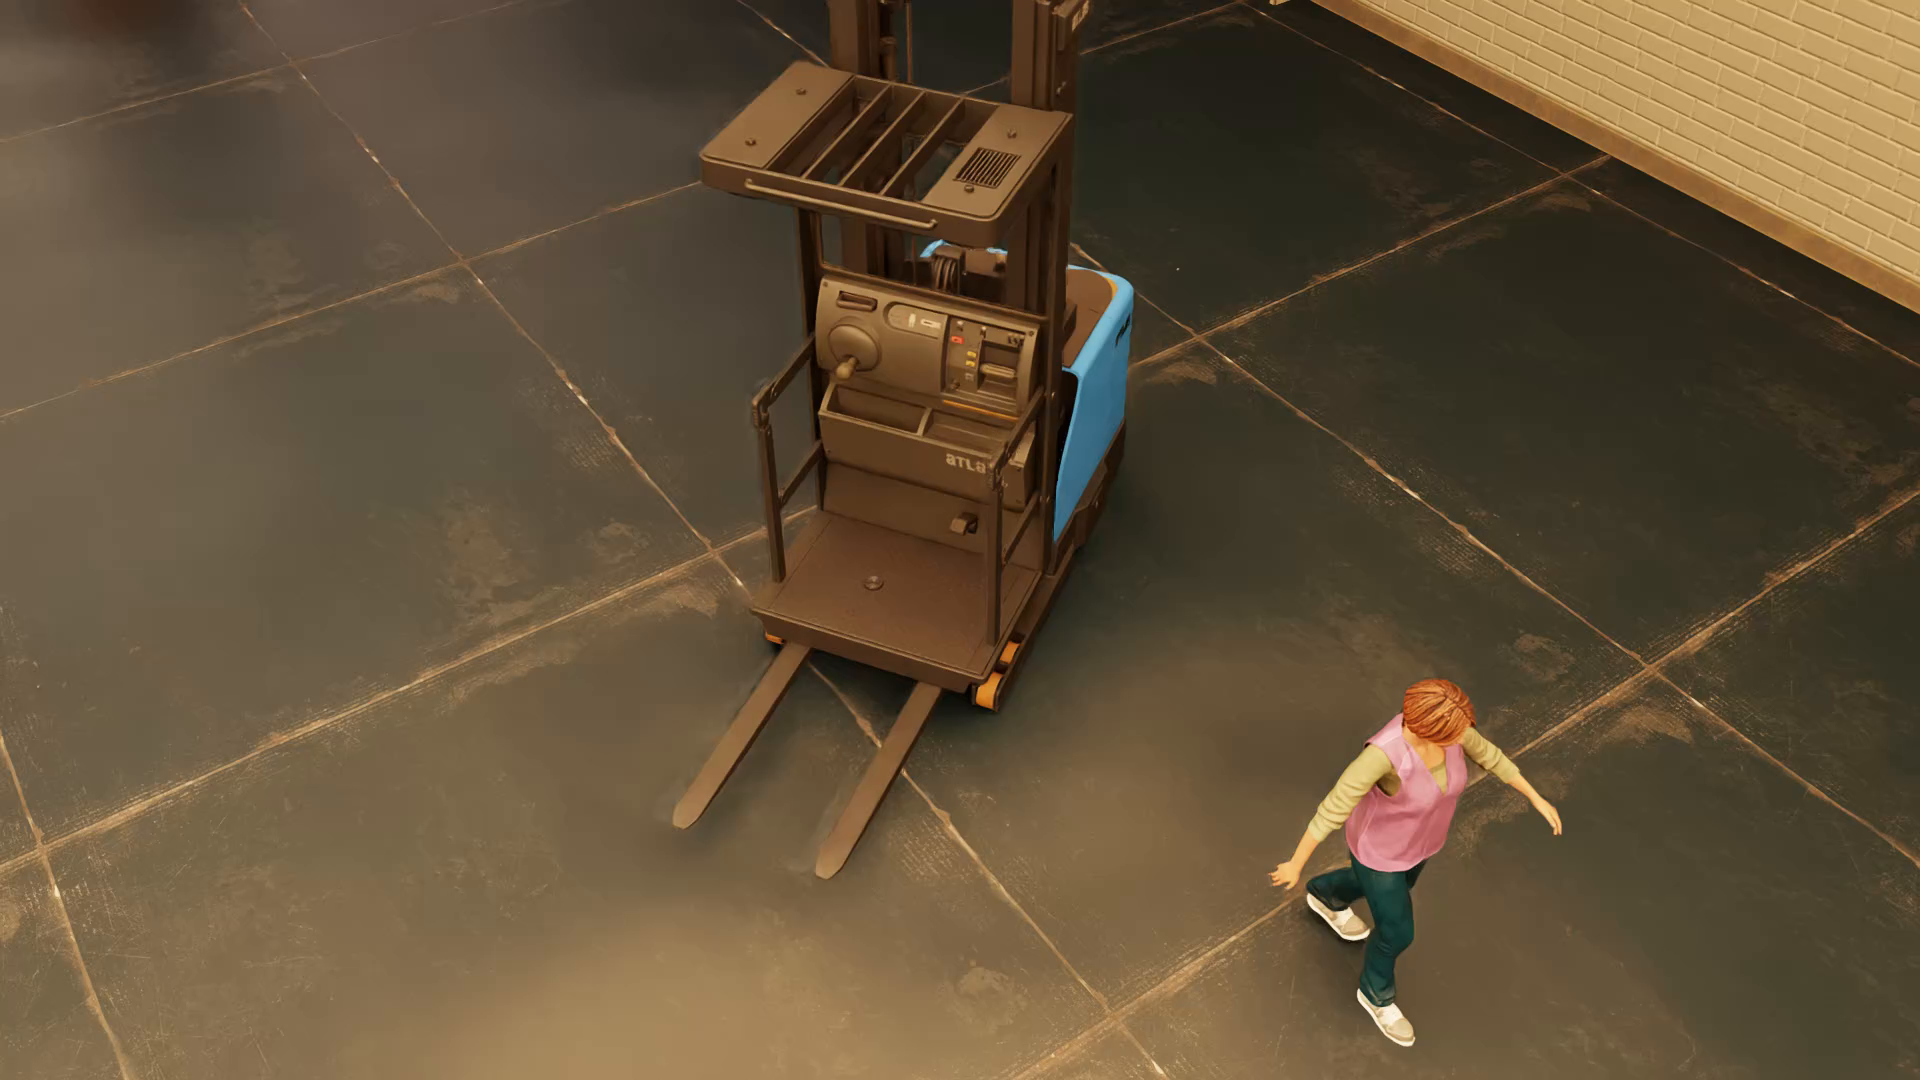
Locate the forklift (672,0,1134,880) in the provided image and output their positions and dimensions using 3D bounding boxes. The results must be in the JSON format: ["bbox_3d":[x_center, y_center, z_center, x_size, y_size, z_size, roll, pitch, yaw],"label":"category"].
[{"bbox_3d":[-0.220,-0.686,6.460,1.130,2.935,3.031,16,45,16],"label":"forklift"}]

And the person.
[{"bbox_3d":[1.467,1.039,5.605,0.812,1.574,0.703,-27,49,-27],"label":"person"}]
